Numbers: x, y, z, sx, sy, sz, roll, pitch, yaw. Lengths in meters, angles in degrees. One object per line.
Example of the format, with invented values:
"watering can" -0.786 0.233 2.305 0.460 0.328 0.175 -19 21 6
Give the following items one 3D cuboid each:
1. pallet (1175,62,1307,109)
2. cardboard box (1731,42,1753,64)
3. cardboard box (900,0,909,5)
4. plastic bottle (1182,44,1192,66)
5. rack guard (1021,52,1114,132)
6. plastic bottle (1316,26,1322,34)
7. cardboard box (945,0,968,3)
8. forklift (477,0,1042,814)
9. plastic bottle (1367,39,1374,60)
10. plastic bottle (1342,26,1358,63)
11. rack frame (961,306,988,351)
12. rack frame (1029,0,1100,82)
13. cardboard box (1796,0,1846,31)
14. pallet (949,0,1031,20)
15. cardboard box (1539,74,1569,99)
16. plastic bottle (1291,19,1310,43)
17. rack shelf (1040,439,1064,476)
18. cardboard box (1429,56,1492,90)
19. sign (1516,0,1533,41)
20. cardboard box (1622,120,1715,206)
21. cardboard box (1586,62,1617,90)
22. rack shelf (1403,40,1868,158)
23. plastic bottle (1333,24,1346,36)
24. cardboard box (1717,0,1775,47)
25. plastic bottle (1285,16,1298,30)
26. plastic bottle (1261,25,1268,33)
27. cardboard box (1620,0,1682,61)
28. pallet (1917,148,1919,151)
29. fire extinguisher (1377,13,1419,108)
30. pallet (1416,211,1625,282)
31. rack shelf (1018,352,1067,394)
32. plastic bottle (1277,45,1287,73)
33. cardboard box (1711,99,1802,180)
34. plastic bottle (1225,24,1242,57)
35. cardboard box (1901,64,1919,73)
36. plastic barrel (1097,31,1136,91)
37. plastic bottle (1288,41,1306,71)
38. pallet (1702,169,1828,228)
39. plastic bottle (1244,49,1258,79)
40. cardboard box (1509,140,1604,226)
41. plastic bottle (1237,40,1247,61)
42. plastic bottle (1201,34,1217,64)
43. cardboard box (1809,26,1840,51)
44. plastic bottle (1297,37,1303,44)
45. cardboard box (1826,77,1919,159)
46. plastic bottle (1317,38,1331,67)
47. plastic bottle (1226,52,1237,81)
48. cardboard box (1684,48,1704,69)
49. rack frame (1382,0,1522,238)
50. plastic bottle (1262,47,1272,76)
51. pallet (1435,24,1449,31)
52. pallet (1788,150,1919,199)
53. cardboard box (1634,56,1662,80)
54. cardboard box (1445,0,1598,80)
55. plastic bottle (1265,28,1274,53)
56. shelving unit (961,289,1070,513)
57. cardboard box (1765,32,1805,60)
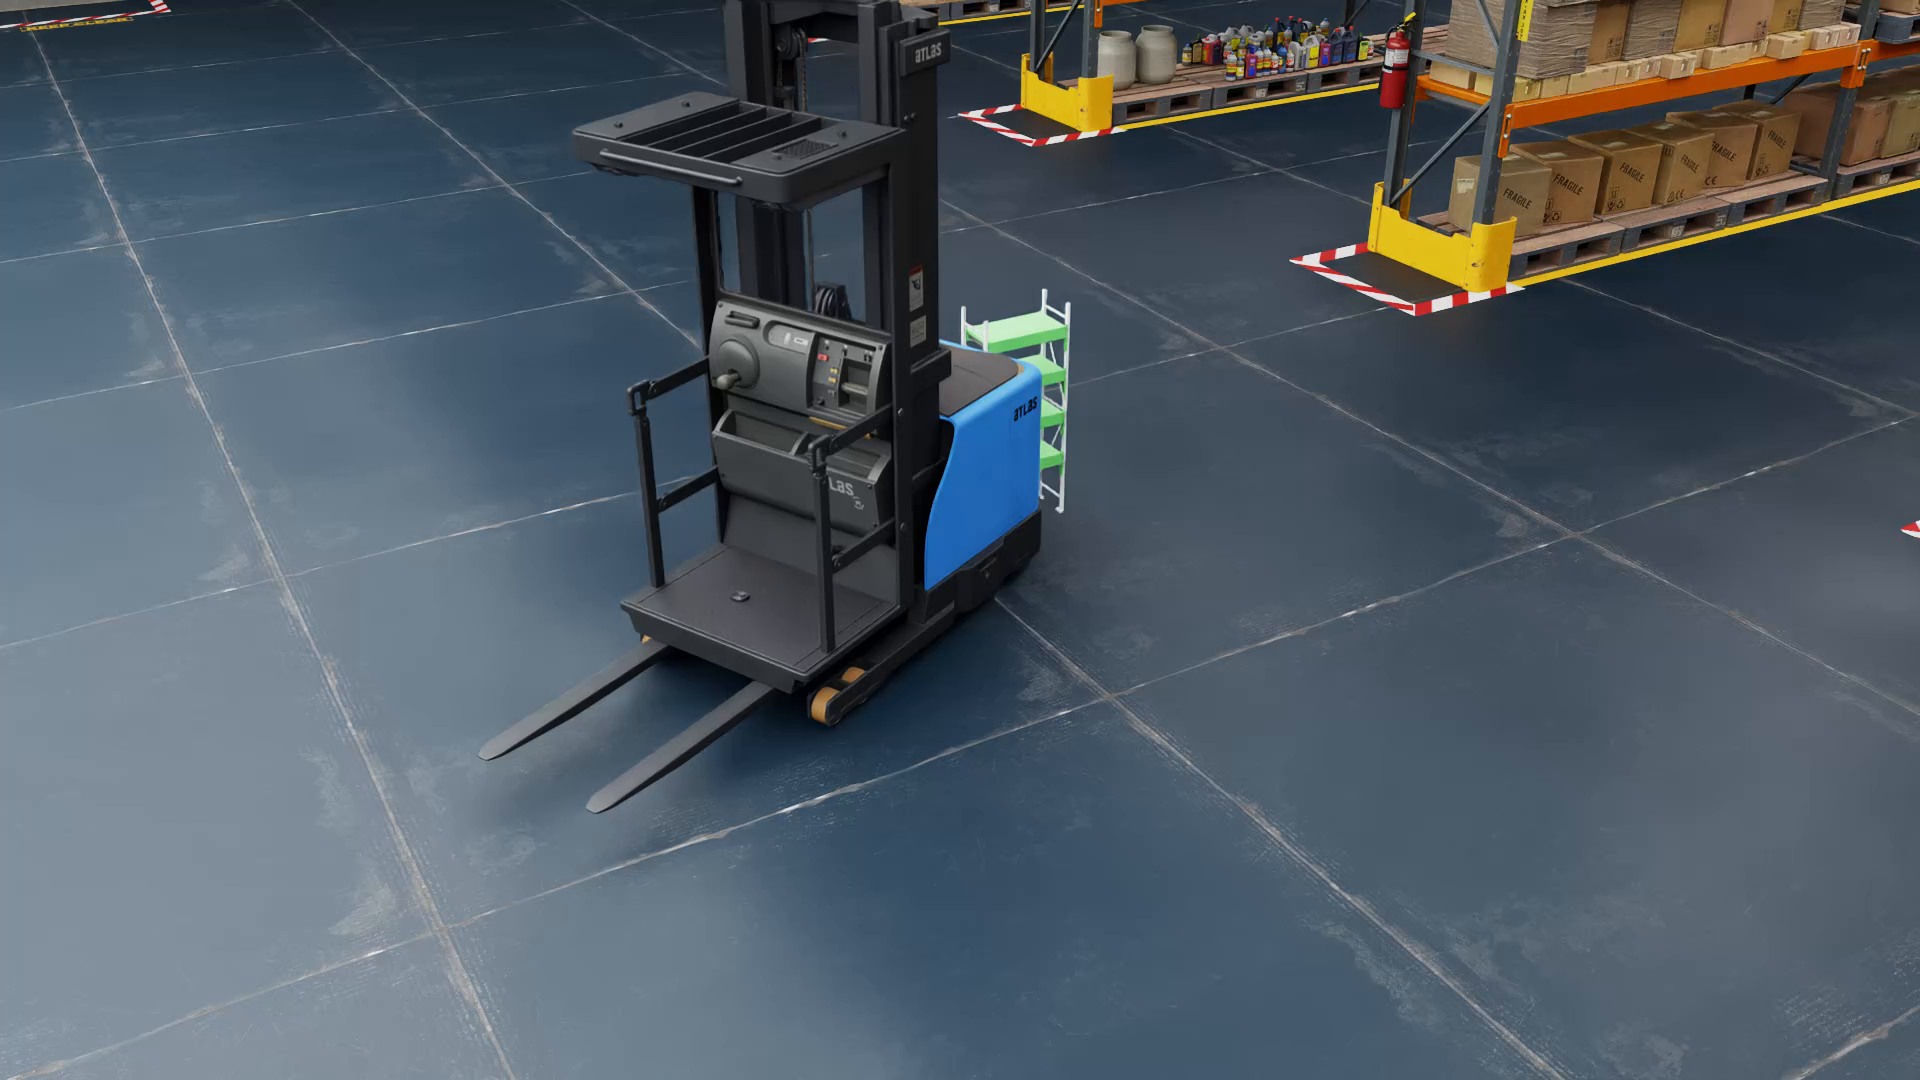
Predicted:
"pallet" 2.781 -4.723 17.089 1.213 0.211 1.003 -16 33 -26
"cardboard box" 5.804 -3.758 12.714 0.250 0.149 0.380 -16 33 -26
"cardboard box" -0.946 -6.495 19.826 0.500 0.250 0.500 -16 33 -26
"plastic bottle" 2.347 -5.012 17.168 0.097 0.201 0.097 0 29 0
"rack guard" 1.027 -4.356 16.126 0.348 0.500 1.175 -16 33 -26
"plastic bottle" 3.849 -5.438 17.941 0.097 0.201 0.097 0 29 0
"cardboard box" -0.085 -6.741 20.272 0.500 0.250 0.500 -16 33 -26
"forklift" -0.827 -0.734 7.047 1.130 2.935 3.031 18 34 29
"plastic bottle" 4.279 -5.140 17.400 0.097 0.201 0.097 0 29 0
"plastic bottle" 4.025 -5.146 17.257 0.185 0.351 0.144 -17 33 -28
"rack frame" 0.073 -0.606 8.607 0.015 1.200 0.240 -16 33 -26
"rack frame" 0.985 -5.412 15.452 0.127 3.000 1.000 -16 33 -26
"cardboard box" 6.524 -4.418 13.239 0.500 0.500 0.875 -16 33 -26
"pallet" 0.168 -6.757 20.775 1.213 0.211 1.003 -16 33 -26
"cardboard box" 4.086 -3.262 11.817 0.250 0.149 0.380 -16 33 -26
"plastic bottle" 3.601 -5.339 17.607 0.185 0.351 0.144 -16 33 -26
"rack shelf" 0.284 -0.400 8.862 0.480 0.148 0.258 -16 33 -26
"cardboard box" 3.636 -3.395 12.057 0.250 0.149 0.380 -16 33 -26
"sign" 3.769 -3.502 11.095 0.005 0.325 0.100 -16 33 -26
"cardboard box" 5.593 -3.008 13.249 0.500 0.500 0.500 -19 34 -31
"cardboard box" 4.514 -3.387 12.043 0.250 0.149 0.380 -16 33 -26
"rack shelf" 5.219 -3.523 12.775 4.000 0.370 1.077 -16 33 -26
"plastic bottle" 3.952 -5.206 17.366 0.185 0.351 0.144 -16 33 -26
"cardboard box" 5.695 -4.145 12.746 0.500 0.500 0.875 -16 33 -26
"plastic bottle" 3.528 -5.399 17.716 0.185 0.351 0.144 -15 32 -25
"plastic bottle" 3.202 -5.301 17.606 0.133 0.283 0.061 -14 32 -24
"cardboard box" 4.806 -3.923 12.342 0.500 0.500 0.875 -16 33 -26
"pallet" 8.667 -3.599 15.053 1.213 0.211 1.003 -16 33 -26
"fire extinguisher" 3.162 -3.479 12.029 0.183 0.674 0.296 -16 33 -26
"pallet" 4.278 -2.331 12.755 1.213 0.211 1.003 -16 33 -26
"rack shelf" 0.284 -0.820 8.630 0.480 0.148 0.258 -16 33 -26
"plastic bottle" 3.263 -4.882 16.861 0.097 0.271 0.097 0 29 0
"cardboard box" 6.578 -3.336 13.843 0.500 0.500 0.500 -17 33 -28
"plastic bottle" 2.838 -5.204 17.361 0.185 0.351 0.144 -14 32 -24
"cardboard box" 8.867 -3.950 14.935 0.500 0.500 0.700 -13 31 -22
"plastic barrel" 1.514 -4.700 16.302 0.421 0.512 0.421 0 29 0
"plastic bottle" 3.439 -4.949 16.978 0.135 0.276 0.152 -15 32 -25
"pallet" 6.382 -2.928 13.837 1.213 0.211 1.003 -16 33 -26
"plastic bottle" 2.911 -4.777 16.658 0.133 0.283 0.061 -15 32 -26
"cardboard box" 4.539 -2.745 12.771 0.500 0.500 0.500 -8 30 -13
"plastic bottle" 2.937 -5.099 17.325 0.097 0.201 0.097 0 29 0
"plastic bottle" 2.578 -5.095 17.241 0.135 0.276 0.152 -16 33 -26
"cardboard box" 6.686 -3.986 13.128 0.250 0.149 0.380 -16 33 -26
"plastic bottle" 3.507 -5.027 17.111 0.133 0.283 0.061 -16 33 -26
"cardboard box" 7.904 -3.676 14.439 0.500 0.500 0.700 -16 33 -27
"plastic bottle" 3.740 -5.013 17.085 0.133 0.283 0.061 -14 32 -23
"plastic bottle" 2.706 -4.724 16.574 0.097 0.271 0.097 0 29 0
"cardboard box" 5.352 -3.652 12.524 0.250 0.149 0.380 -16 33 -26
"rack frame" 3.494 -3.349 11.714 0.127 3.000 1.000 -16 33 -26
"plastic bottle" 3.088 -4.833 16.771 0.097 0.271 0.097 0 29 0
"pallet" 6.144 -5.679 18.823 1.213 0.211 1.003 -16 33 -26
"pallet" 7.614 -3.298 14.508 1.213 0.211 1.003 -16 33 -26
"cardboard box" 4.935 -3.518 12.280 0.250 0.149 0.380 -16 33 -26
"cardboard box" 3.983 -3.646 11.841 0.500 0.500 0.875 -16 33 -26
"plastic bottle" 3.257 -5.267 17.557 0.097 0.271 0.097 0 29 0
"shelving unit" 0.284 -0.666 8.715 0.503 1.200 0.258 -16 33 -26
"cardboard box" 6.281 -3.842 12.867 0.250 0.149 0.380 -16 33 -26
